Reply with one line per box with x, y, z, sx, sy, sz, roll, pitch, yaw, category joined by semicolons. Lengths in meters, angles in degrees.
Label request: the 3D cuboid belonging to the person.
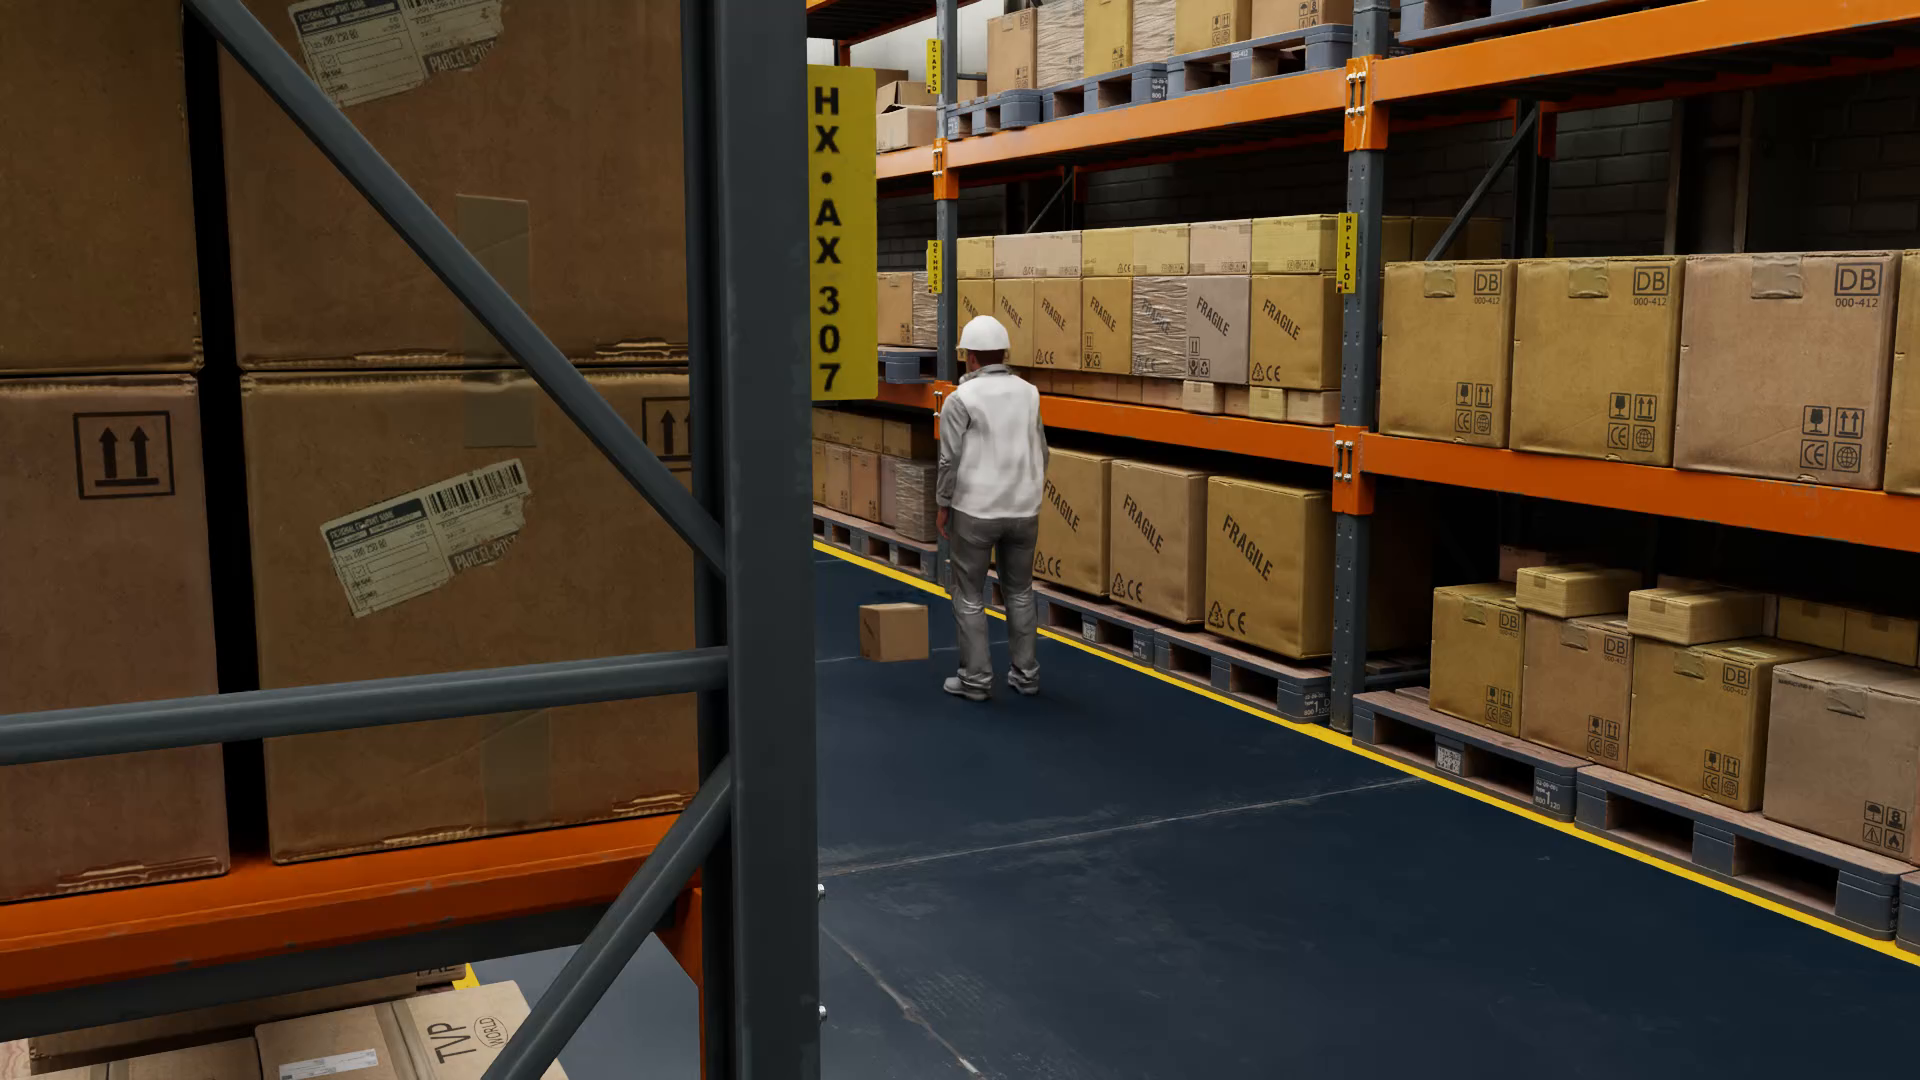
0.150;-0.148;7.738;0.566;1.773;0.447;-4;9;-26;person
